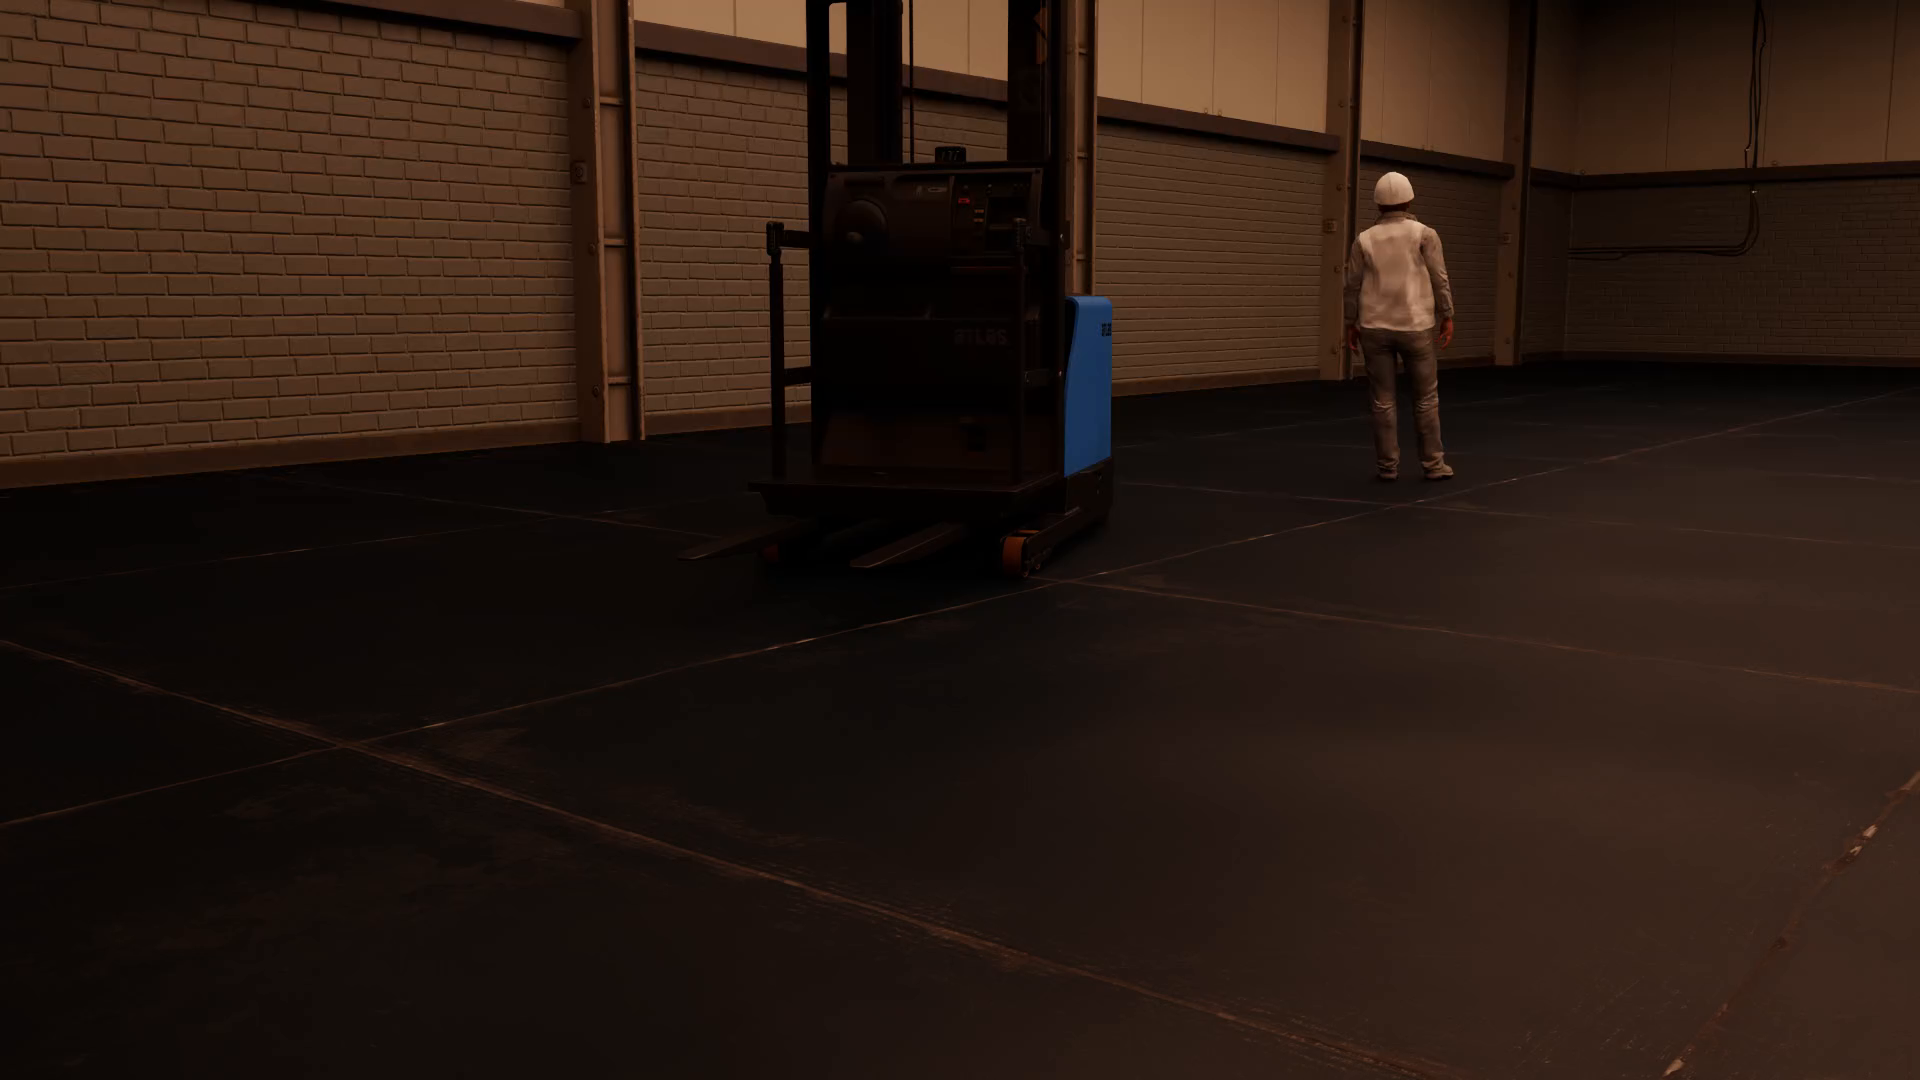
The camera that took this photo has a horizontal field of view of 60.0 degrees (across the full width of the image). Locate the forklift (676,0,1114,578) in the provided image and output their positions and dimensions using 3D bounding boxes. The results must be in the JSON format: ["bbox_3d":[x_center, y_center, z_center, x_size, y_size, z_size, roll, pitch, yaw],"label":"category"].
[{"bbox_3d":[-0.176,-1.366,6.616,1.130,2.935,3.031,3,9,17],"label":"forklift"}]

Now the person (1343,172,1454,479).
[{"bbox_3d":[2.580,-1.248,9.754,0.633,1.773,0.568,4,9,24],"label":"person"}]
